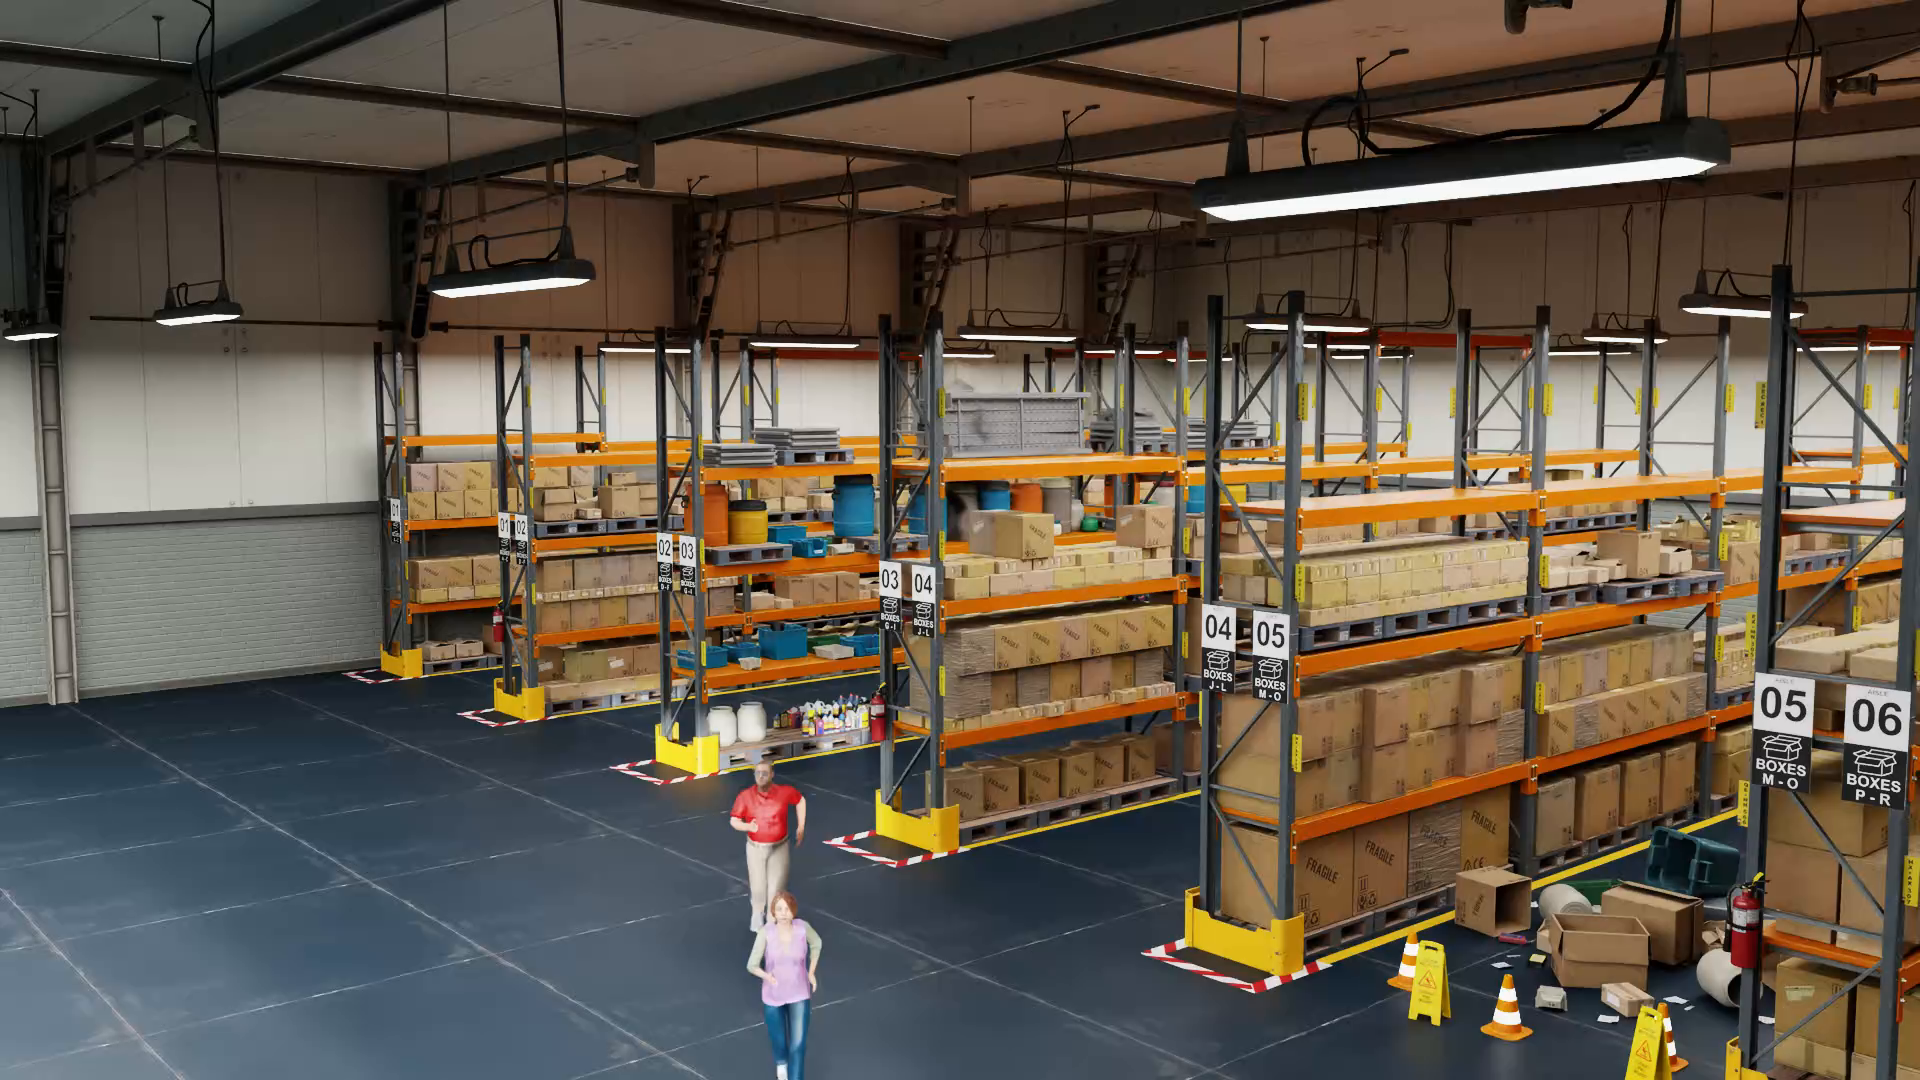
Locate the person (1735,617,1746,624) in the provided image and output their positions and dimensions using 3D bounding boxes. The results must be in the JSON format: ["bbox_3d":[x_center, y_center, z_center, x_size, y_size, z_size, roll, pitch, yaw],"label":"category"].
[{"bbox_3d":[11.953,2.002,25.563,0.594,1.655,0.591,-4,6,-36],"label":"person"}]

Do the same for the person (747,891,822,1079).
[{"bbox_3d":[-1.245,3.282,11.850,0.534,1.612,0.863,-1,5,-6],"label":"person"}]

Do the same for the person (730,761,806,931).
[{"bbox_3d":[-1.778,2.912,15.449,0.670,1.782,0.929,0,5,1],"label":"person"}]
